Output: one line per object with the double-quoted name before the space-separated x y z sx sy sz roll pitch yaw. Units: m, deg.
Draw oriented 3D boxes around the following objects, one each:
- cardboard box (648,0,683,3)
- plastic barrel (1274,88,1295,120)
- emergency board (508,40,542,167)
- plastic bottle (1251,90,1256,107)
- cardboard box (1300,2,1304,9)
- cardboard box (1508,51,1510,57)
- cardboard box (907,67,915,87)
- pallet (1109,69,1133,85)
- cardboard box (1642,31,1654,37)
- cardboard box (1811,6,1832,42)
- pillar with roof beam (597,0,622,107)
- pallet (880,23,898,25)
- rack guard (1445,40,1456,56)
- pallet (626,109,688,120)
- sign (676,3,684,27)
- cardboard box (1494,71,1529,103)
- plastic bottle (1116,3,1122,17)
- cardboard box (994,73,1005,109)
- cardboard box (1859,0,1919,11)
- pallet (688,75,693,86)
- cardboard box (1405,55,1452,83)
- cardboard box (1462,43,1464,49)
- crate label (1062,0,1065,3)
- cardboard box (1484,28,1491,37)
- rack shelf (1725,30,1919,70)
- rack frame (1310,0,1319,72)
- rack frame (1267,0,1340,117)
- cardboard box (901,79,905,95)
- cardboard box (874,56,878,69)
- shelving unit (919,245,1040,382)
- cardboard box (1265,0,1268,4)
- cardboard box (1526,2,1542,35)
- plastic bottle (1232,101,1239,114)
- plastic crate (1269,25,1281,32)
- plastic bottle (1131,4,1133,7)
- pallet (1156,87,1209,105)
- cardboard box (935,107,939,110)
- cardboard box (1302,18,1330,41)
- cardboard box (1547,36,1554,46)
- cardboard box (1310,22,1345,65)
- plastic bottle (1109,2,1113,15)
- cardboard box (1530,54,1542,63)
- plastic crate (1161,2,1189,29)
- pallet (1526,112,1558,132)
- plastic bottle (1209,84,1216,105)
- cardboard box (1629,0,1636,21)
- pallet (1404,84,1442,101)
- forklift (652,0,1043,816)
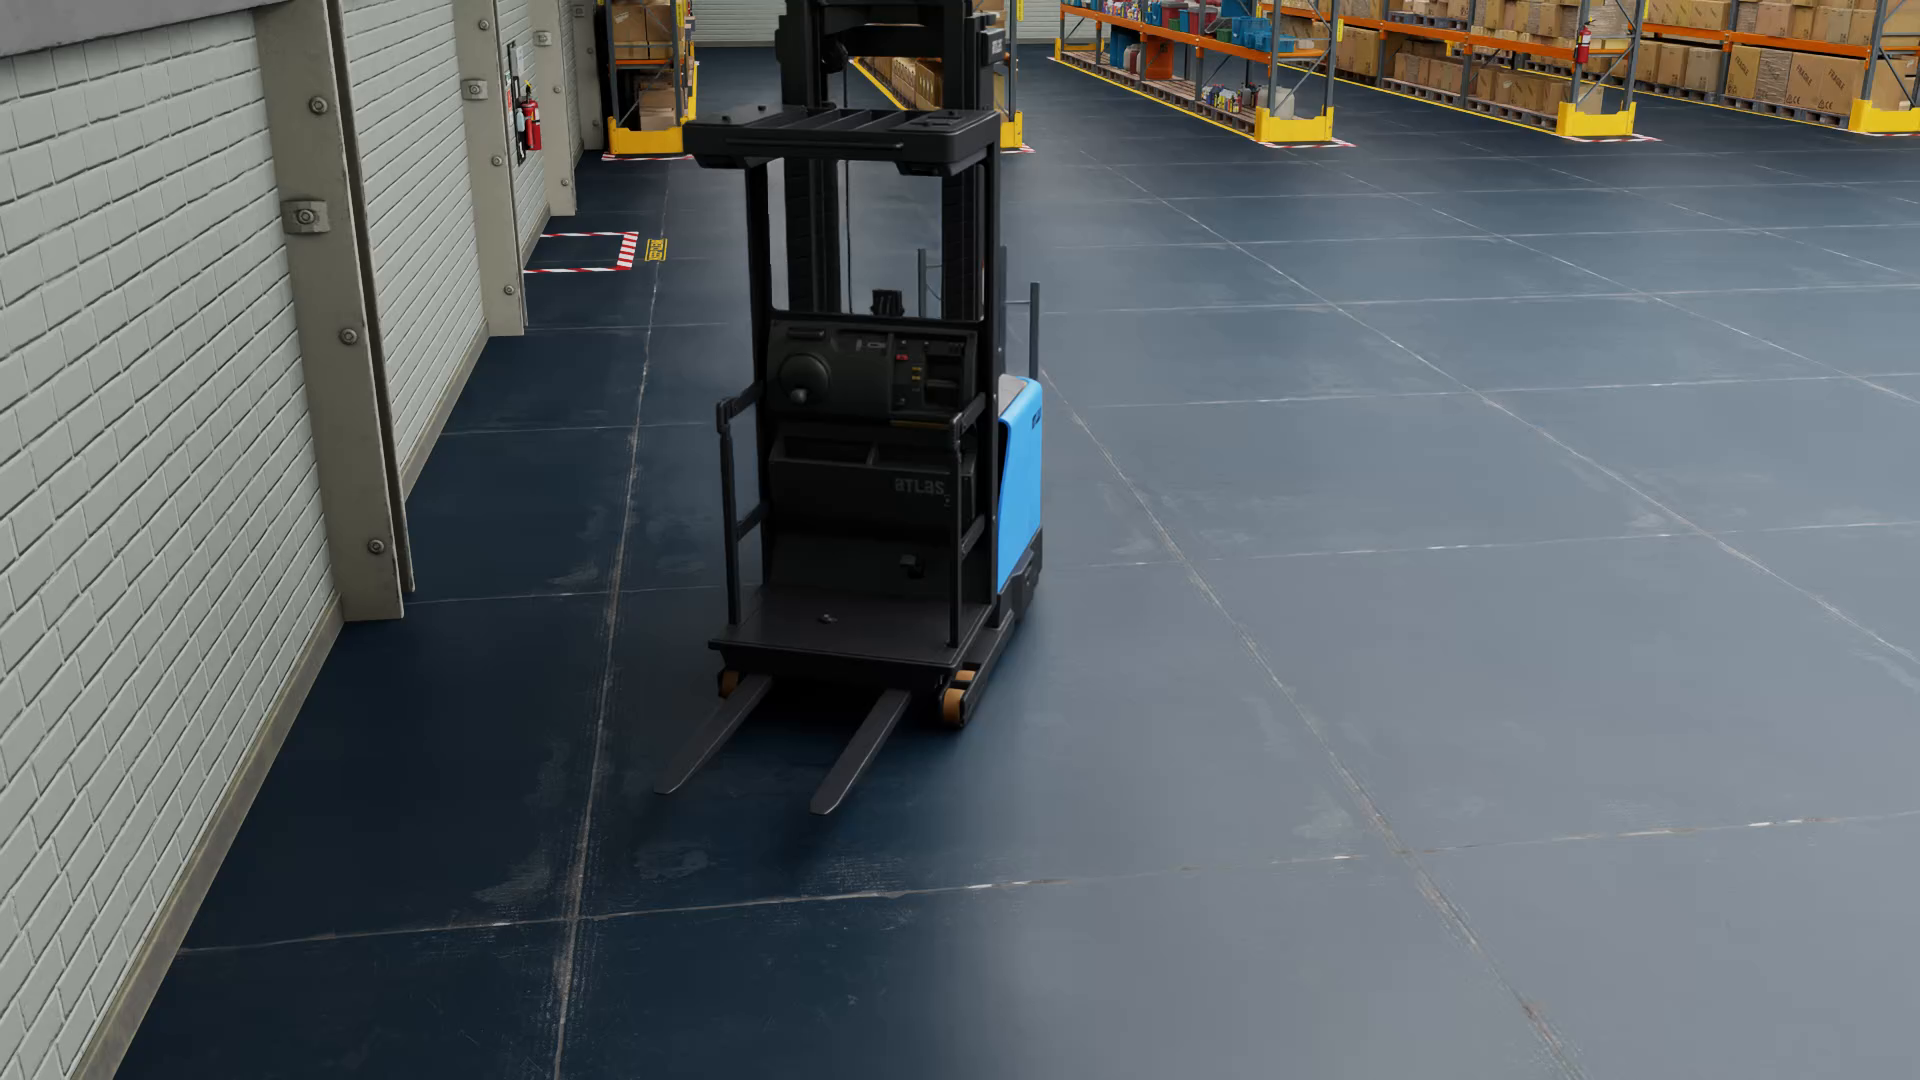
"cardboard box" -4.553 -8.115 25.770 0.500 0.500 0.500 -2 21 -6
"plastic barrel" 5.068 -6.870 26.278 0.421 0.512 0.421 0 20 0
"emergency board" -4.339 -4.379 16.653 0.194 1.169 0.643 -3 21 -8
"plastic bottle" 5.016 -7.532 28.350 0.061 0.283 0.133 -3 21 -8
"cardboard box" 7.967 -12.169 37.869 0.380 0.149 0.250 -3 21 -9
"cardboard box" 12.984 -11.308 38.681 0.380 0.149 0.250 -2 21 -6
"cardboard box" -0.664 -8.228 29.487 0.500 0.311 0.500 -2 21 -6
"pallet" 3.758 -9.771 35.074 1.003 0.211 1.213 -3 21 -8
"cardboard box" 17.834 -12.677 41.932 0.875 0.438 0.875 -4 21 -10
"cardboard box" 14.907 -8.666 27.916 0.875 0.550 0.550 -3 21 -8
"pillar with roof beam" -2.127 -12.419 29.605 9.100 9.000 0.400 -3 21 -8
"pallet" -0.984 -10.277 32.720 1.213 0.211 1.003 -3 21 -8
"rack guard" 12.767 -12.422 41.761 1.175 0.500 0.348 -3 21 -8
"pallet" -5.010 -6.963 27.557 1.003 0.211 1.213 -3 21 -8
"sign" -4.028 -7.548 23.901 0.100 0.325 0.005 -3 21 -8
"cardboard box" 9.671 -7.937 29.151 0.500 0.500 0.500 4 21 9
"plastic bottle" 3.365 -11.131 34.909 0.152 0.276 0.135 -3 21 -8
"cardboard box" 0.405 -6.996 25.918 0.500 0.500 0.500 -3 21 -8
"cardboard box" 15.047 -8.786 26.696 0.875 0.550 0.550 -3 21 -8
"pallet" -5.930 -9.277 33.752 1.003 0.211 1.213 -3 21 -8
"cardboard box" 9.195 -9.247 32.631 0.700 0.500 0.500 -5 21 -12
"cardboard box" 12.633 -12.197 41.059 0.380 0.149 0.250 -3 21 -8
"crate label" 2.642 -13.002 39.894 0.416 0.233 0.303 -3 21 -8
"cardboard box" 9.383 -8.870 29.036 0.380 0.149 0.250 -3 21 -8
"rack shelf" 14.774 -8.435 28.542 1.077 0.370 4.000 -3 21 -8
"rack frame" 8.410 -12.019 37.110 1.000 3.000 0.127 -3 21 -8
"rack frame" 5.238 -7.615 25.317 1.000 3.000 0.127 -3 21 -8
"cardboard box" -0.804 -8.317 30.527 0.500 0.250 0.500 -2 21 -7
"cardboard box" -1.565 -10.376 35.654 0.500 0.500 0.500 -4 21 -10
"shelving unit" 0.086 -0.768 9.129 0.538 1.500 1.048 -3 21 -7
"cardboard box" 7.596 -13.058 40.250 0.380 0.149 0.250 -3 21 -9
"cardboard box" 9.867 -8.585 27.346 0.875 0.500 0.500 -3 21 -8
"plastic bottle" 4.540 -7.124 27.373 0.097 0.201 0.097 0 20 0
"plastic crate" 5.090 -8.560 28.061 0.499 0.251 0.616 -3 21 -8
"plastic bottle" 3.556 -10.915 34.321 0.061 0.283 0.133 -3 21 -8
"pallet" 4.331 -8.387 31.369 1.003 0.211 1.213 -3 21 -8
"cardboard box" -0.118 -6.618 25.978 0.500 0.250 0.500 -3 21 -8
"cardboard box" 8.394 -11.453 38.031 0.875 0.875 0.875 -3 21 -8
"cardboard box" 9.751 -8.093 26.956 0.380 0.149 0.250 -3 21 -8
"cardboard box" 8.522 -11.000 36.817 1.225 0.875 0.875 -3 21 -8
"plastic bottle" 3.240 -11.361 35.532 0.097 0.271 0.097 0 20 0
"cardboard box" 13.176 -10.991 37.329 0.500 0.500 0.500 -2 21 -6
"plastic crate" 4.015 -9.840 31.182 0.402 0.464 0.583 -3 21 -8
"pallet" 10.046 -6.868 27.302 1.003 0.211 1.213 -3 21 -8
"plastic bottle" 4.367 -7.664 28.607 0.144 0.351 0.185 -2 21 -6
"cardboard box" 13.707 -10.727 33.508 0.500 0.500 0.500 -3 21 -7
"pallet" 9.270 -8.636 32.036 1.003 0.211 1.213 -3 21 -8
"forklift" -0.433 -0.724 6.965 1.130 2.935 3.031 5 21 13
